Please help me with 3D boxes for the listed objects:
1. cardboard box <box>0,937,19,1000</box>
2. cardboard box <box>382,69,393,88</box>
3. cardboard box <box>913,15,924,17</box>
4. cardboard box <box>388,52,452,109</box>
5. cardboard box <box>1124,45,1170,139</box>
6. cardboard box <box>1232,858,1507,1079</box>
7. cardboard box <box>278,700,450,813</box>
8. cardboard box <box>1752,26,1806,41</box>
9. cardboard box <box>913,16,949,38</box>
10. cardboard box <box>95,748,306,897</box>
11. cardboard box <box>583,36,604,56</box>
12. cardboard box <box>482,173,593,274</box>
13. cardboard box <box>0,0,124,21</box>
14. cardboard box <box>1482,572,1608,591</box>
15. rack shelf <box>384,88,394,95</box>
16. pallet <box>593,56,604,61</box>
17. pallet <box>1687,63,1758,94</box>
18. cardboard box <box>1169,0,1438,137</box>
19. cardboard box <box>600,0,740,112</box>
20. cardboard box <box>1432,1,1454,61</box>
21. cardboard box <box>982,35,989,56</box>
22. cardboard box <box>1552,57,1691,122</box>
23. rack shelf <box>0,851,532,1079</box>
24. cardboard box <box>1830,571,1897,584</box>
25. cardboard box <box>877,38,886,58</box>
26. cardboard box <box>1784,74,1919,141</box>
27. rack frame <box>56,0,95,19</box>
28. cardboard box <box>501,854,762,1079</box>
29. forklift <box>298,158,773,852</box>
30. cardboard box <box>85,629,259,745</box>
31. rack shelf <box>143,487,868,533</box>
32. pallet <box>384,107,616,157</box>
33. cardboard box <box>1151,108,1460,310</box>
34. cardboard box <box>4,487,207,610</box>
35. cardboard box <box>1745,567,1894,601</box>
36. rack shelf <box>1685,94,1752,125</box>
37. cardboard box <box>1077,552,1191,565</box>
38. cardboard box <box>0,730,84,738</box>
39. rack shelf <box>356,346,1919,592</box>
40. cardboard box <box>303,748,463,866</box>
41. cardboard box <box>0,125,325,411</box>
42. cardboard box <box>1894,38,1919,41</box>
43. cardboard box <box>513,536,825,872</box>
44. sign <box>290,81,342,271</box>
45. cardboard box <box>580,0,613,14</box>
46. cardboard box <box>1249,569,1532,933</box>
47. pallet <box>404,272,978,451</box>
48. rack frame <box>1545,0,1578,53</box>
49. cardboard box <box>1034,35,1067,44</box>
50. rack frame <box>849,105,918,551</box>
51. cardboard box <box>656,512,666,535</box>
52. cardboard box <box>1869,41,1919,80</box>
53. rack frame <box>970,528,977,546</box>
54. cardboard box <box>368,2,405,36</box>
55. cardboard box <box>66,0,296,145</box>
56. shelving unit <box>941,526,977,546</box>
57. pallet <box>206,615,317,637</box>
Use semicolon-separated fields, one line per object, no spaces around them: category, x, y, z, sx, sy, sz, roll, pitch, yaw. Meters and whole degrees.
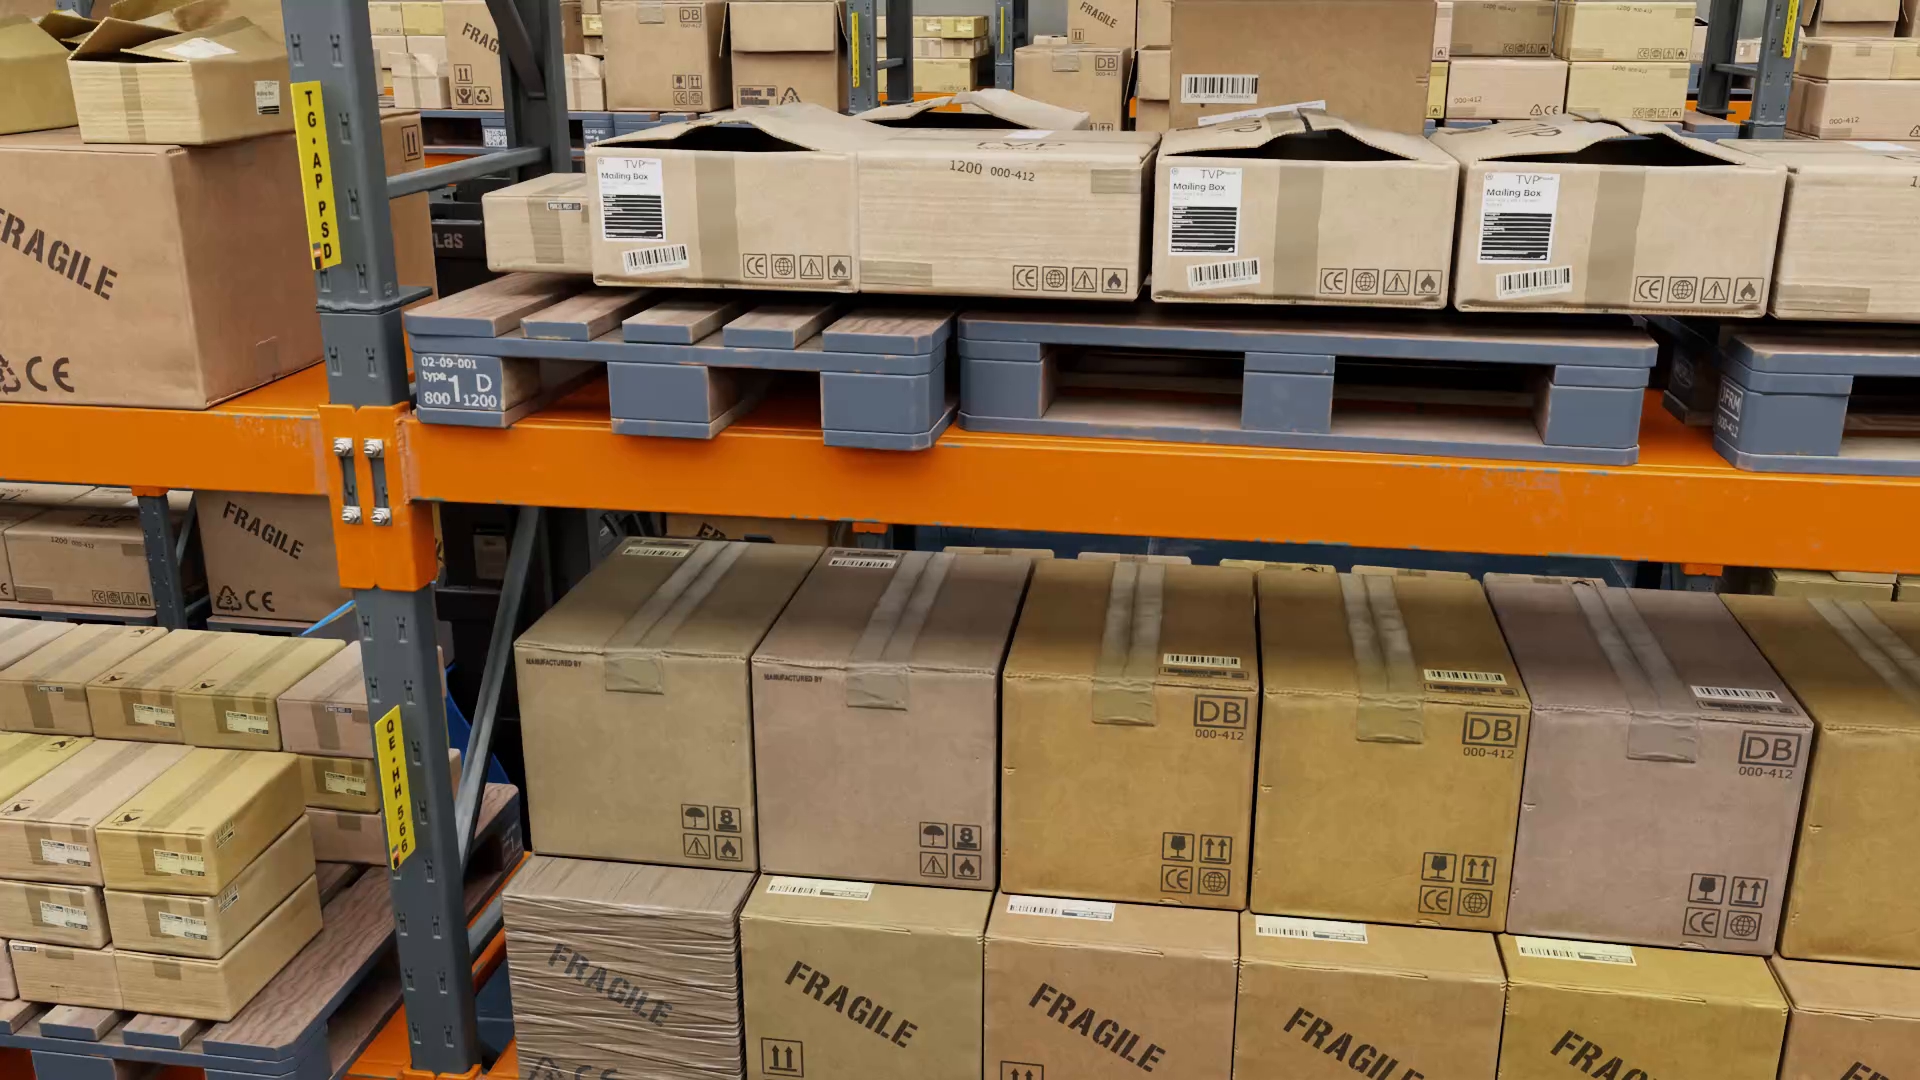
cardboard box;-2.126;0.857;3.750;0.250;0.149;0.380;3;19;10
cardboard box;-4.454;-3.728;13.385;0.250;0.149;0.380;4;19;10
cardboard box;-0.407;-4.088;13.207;0.250;0.149;0.380;3;19;8
cardboard box;-2.582;-2.270;8.183;0.258;0.266;0.396;4;19;13
cardboard box;1.129;-2.116;8.011;0.637;0.503;0.797;3;19;9
cardboard box;0.825;0.979;3.492;0.500;0.500;0.500;3;19;8
cardboard box;-1.512;0.535;4.242;0.250;0.149;0.380;4;19;11
cardboard box;5.769;-3.502;11.707;0.258;0.266;0.396;2;19;7
cardboard box;-0.227;-3.920;12.704;0.250;0.149;0.380;2;19;7
cardboard box;-1.624;0.600;3.579;0.250;0.149;0.380;2;19;6
cardboard box;-2.800;-3.874;13.002;0.250;0.149;0.380;3;19;9
cardboard box;-0.763;-0.640;3.337;0.250;0.149;0.380;2;19;6
cardboard box;-4.878;-2.726;9.018;0.500;0.500;0.500;3;19;10
cardboard box;3.050;0.510;8.531;0.625;0.372;0.950;3;19;9
rack shelf;-5.522;-3.651;13.894;4.000;0.370;1.077;3;19;9
pallet;-2.915;-3.748;13.346;1.003;0.211;1.213;3;19;9
pallet;5.198;-3.412;12.186;1.213;0.211;1.003;3;19;9
cardboard box;0.694;-0.873;3.482;0.500;0.500;0.500;3;19;9
cardboard box;-1.389;-2.372;8.118;0.500;0.500;0.700;2;19;6
cardboard box;1.964;-2.333;7.607;0.500;0.250;0.500;3;19;10
cardboard box;0.079;-3.902;13.117;0.250;0.149;0.380;3;19;9
cardboard box;2.968;-2.046;7.537;0.500;0.250;0.500;3;19;8
rack shelf;-3.042;1.084;4.471;4.000;0.370;1.077;3;19;9
cardboard box;4.221;0.070;7.835;0.250;0.149;0.380;3;19;9
cardboard box;-0.494;-3.791;12.787;0.250;0.149;0.380;3;19;10
cardboard box;3.959;-1.896;7.282;0.500;0.250;0.500;3;19;7
rack frame;-4.331;-3.759;8.355;0.127;3.000;1.000;3;19;9
cardboard box;-0.667;0.903;3.719;0.500;0.500;0.500;3;19;9
forklift;-1.202;0.023;6.615;3.031;2.935;1.130;3;19;9
cardboard box;-2.000;0.371;4.264;0.250;0.149;0.380;3;19;8
rack shelf;-2.356;-0.472;9.121;4.000;0.370;1.077;3;19;9
pallet;-2.130;-2.117;8.472;1.213;0.211;1.003;4;19;11
cardboard box;0.614;-0.627;3.044;0.500;0.311;0.500;3;19;8
cardboard box;-4.934;0.037;9.842;0.875;0.438;0.875;3;19;8
cardboard box;4.107;0.352;8.013;0.500;0.500;0.500;4;19;11
rack shelf;6.326;-3.047;12.089;4.000;0.370;1.077;3;19;9
cardboard box;0.905;0.401;8.858;0.625;0.372;0.950;3;19;8
cardboard box;-2.294;0.497;4.356;0.250;0.149;0.380;3;19;9
rack shelf;0.908;-0.137;3.393;4.000;0.370;1.077;3;19;9
cardboard box;-1.477;0.677;4.285;0.250;0.149;0.380;3;19;8
cardboard box;-1.671;-0.576;3.412;0.500;0.500;0.500;3;19;9
cardboard box;4.427;-2.215;7.608;0.250;0.149;0.380;3;19;10
cardboard box;-0.625;0.347;3.804;0.500;0.500;0.700;3;19;8
sign;-1.155;-0.655;2.990;0.005;0.325;0.100;3;19;9
cardboard box;-2.968;-4.360;13.333;0.258;0.266;0.396;3;19;9
cardboard box;0.886;0.423;3.578;0.500;0.500;0.700;3;19;8
pallet;-0.423;-0.474;3.562;1.003;0.211;1.213;4;19;11
rack frame;4.351;-4.912;11.800;0.127;3.000;1.000;3;19;9
cardboard box;0.698;-3.713;12.496;0.250;0.166;0.380;3;19;9
rack frame;-0.382;-0.713;8.706;0.127;3.000;1.000;3;19;9
cardboard box;-1.930;-0.011;9.296;0.875;0.875;0.875;3;19;9
cardboard box;4.088;-2.071;7.177;0.250;0.149;0.380;3;19;10
rack frame;0.092;-0.422;11.146;0.006;0.900;0.240;3;19;9
cardboard box;-4.586;-4.171;13.295;0.500;0.250;0.500;3;19;8
cardboard box;-1.508;-0.929;3.260;0.258;0.266;0.396;3;19;9
shelving unit;-0.008;-0.427;11.162;0.210;0.900;0.258;3;19;9
pallet;-3.557;0.424;9.704;1.213;0.211;1.003;3;19;9
